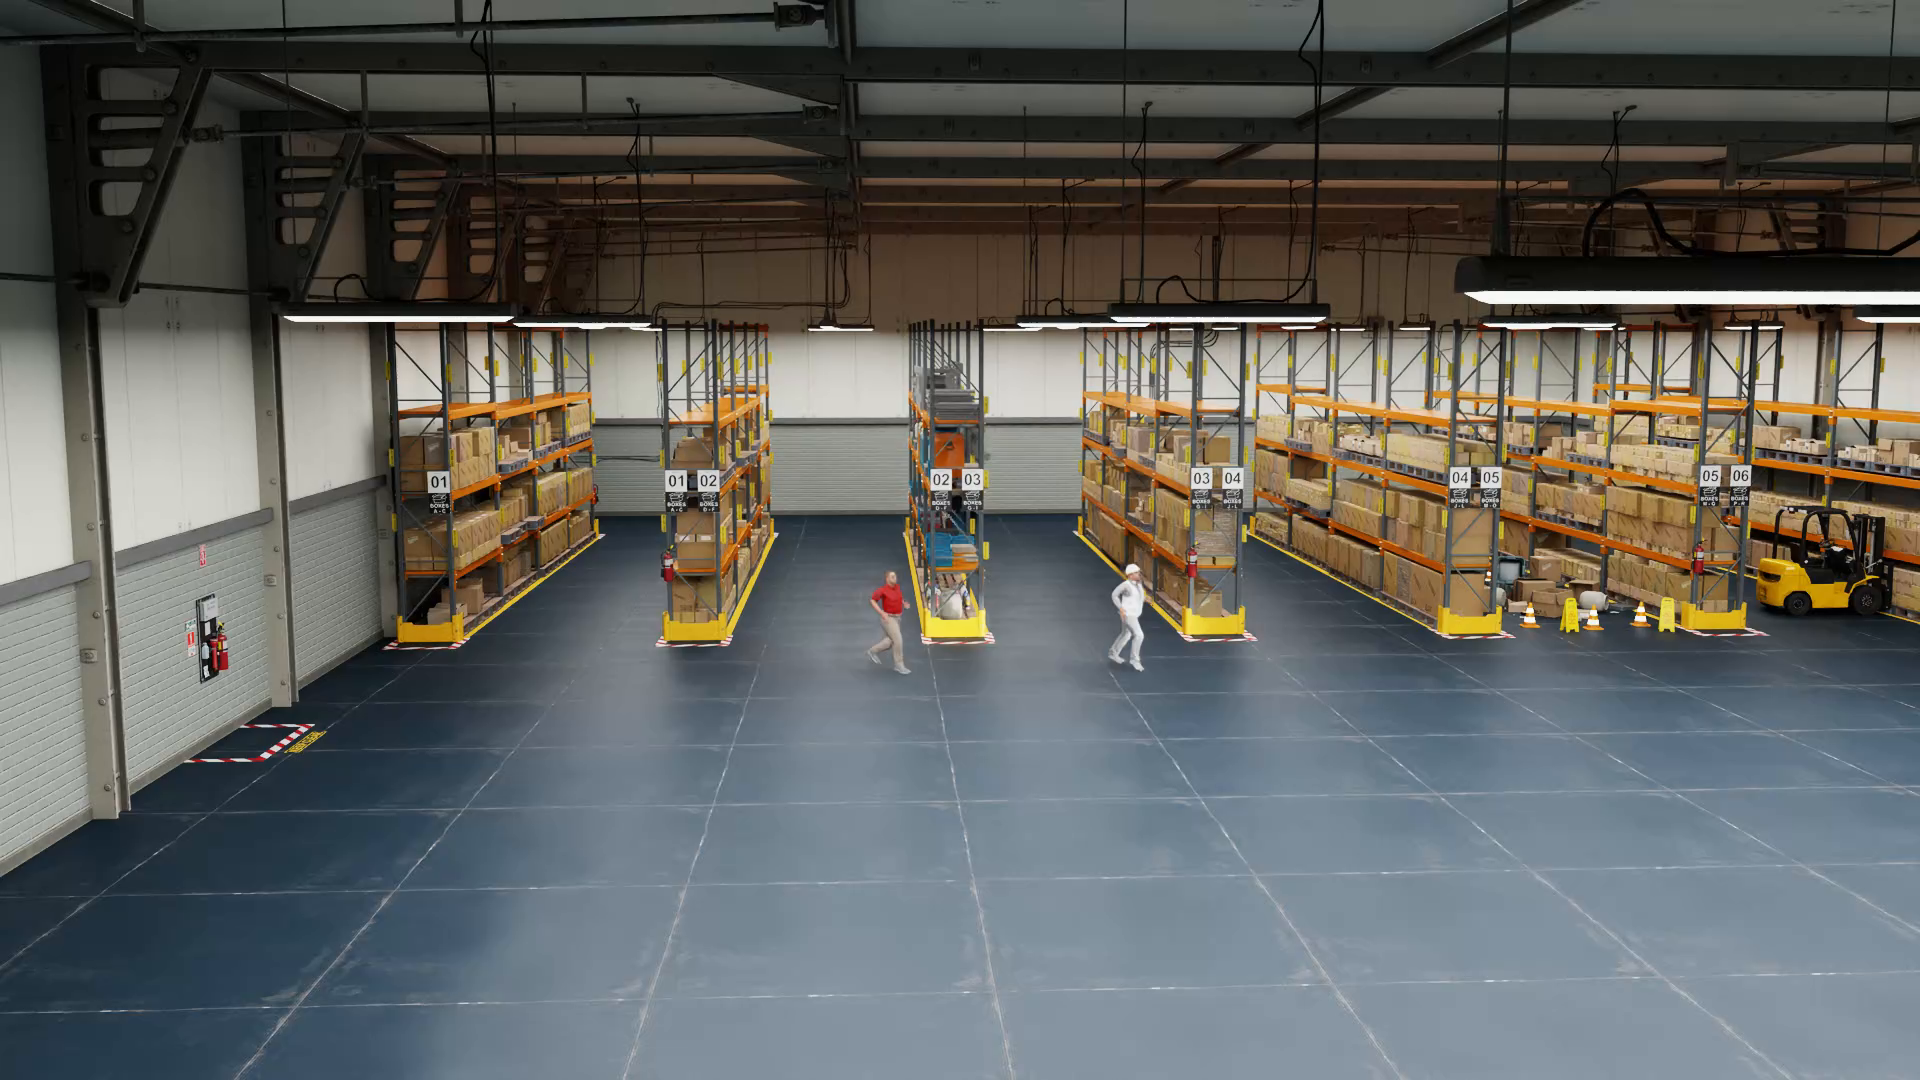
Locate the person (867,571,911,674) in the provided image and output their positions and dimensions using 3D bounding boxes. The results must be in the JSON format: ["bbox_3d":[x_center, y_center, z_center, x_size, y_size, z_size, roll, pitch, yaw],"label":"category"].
[{"bbox_3d":[-1.200,1.381,28.364,0.888,1.741,0.650,4,8,28],"label":"person"}]

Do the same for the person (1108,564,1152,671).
[{"bbox_3d":[2.924,1.313,28.655,0.788,1.828,0.651,4,8,28],"label":"person"}]
